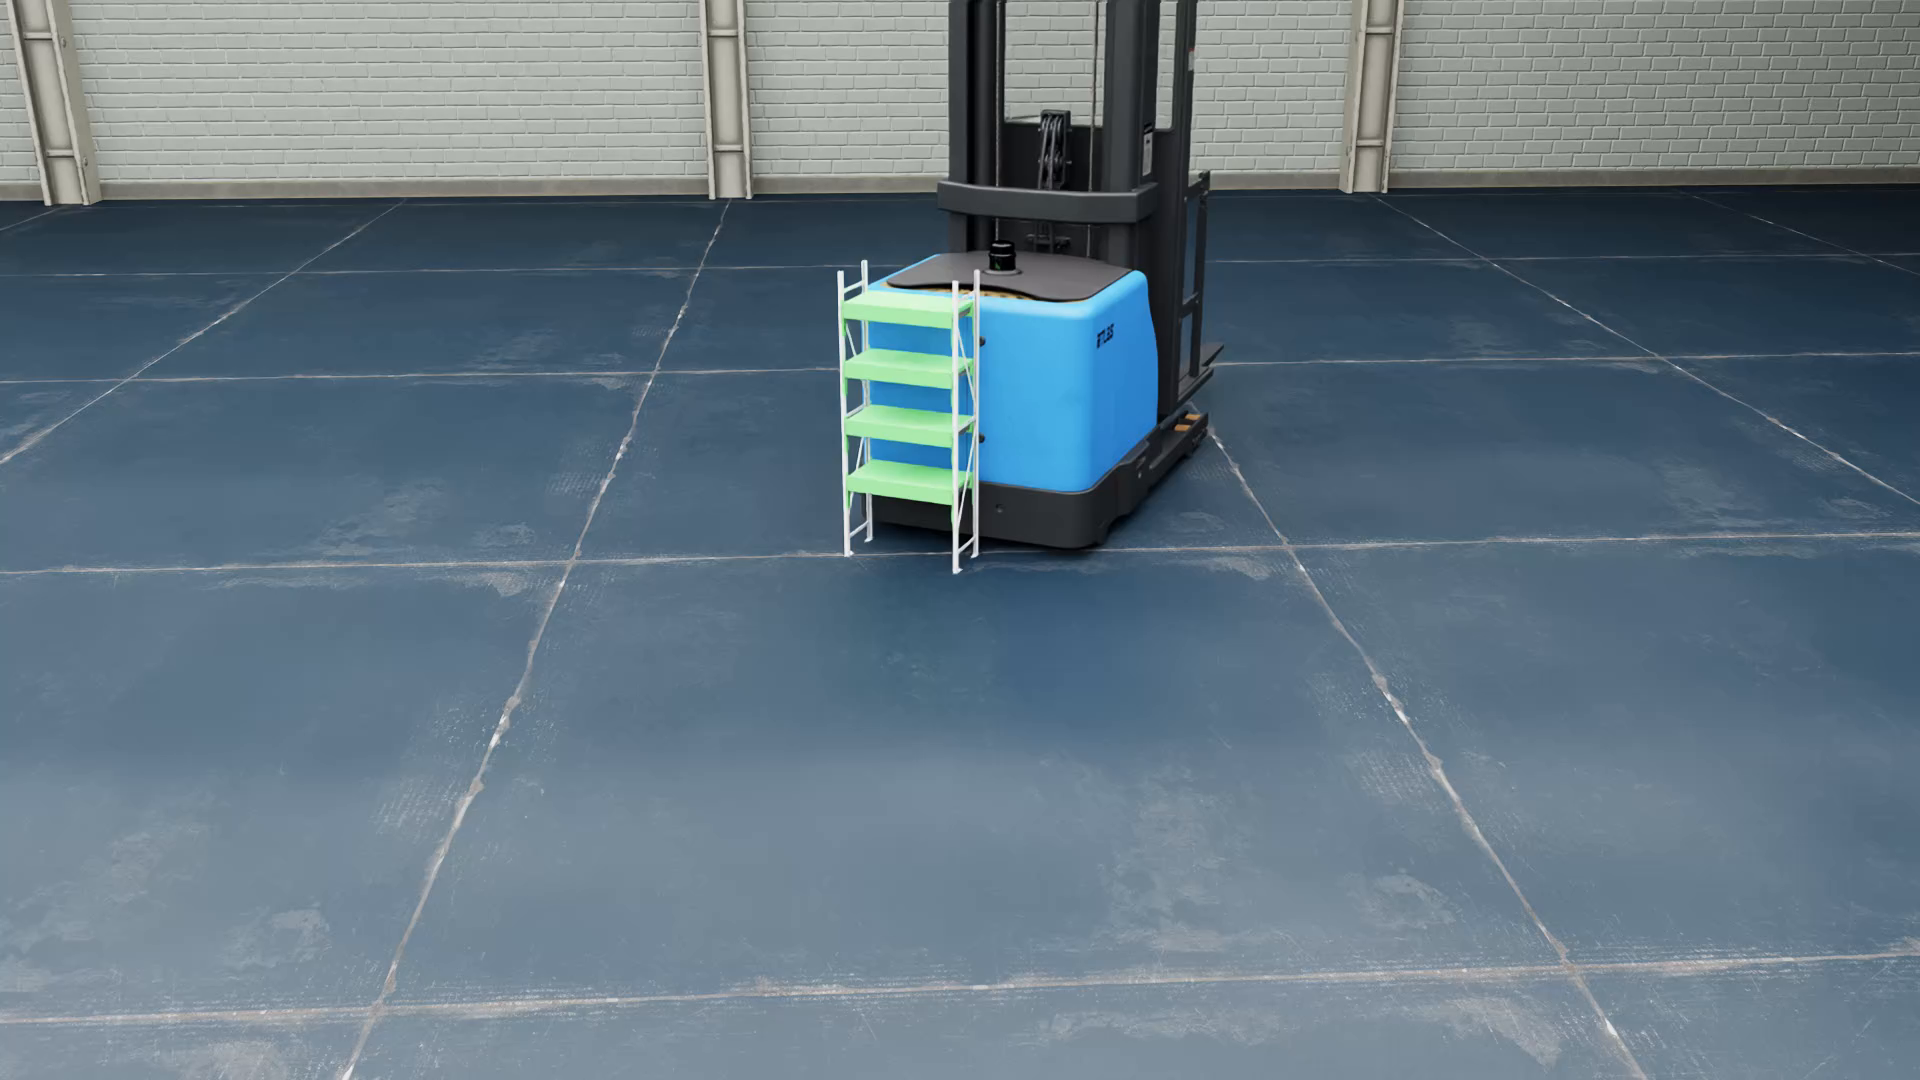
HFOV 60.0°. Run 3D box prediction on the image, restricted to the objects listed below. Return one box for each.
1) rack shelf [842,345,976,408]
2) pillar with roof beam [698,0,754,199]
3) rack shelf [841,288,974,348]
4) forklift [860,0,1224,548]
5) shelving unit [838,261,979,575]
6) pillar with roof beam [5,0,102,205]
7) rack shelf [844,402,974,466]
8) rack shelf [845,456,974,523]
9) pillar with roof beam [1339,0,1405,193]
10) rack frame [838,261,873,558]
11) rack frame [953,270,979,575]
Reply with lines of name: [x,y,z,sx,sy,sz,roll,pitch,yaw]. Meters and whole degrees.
rack shelf: [-0.201,-0.659,6.670,0.480,0.148,0.258,8,22,21]
pillar with roof beam: [-1.894,-5.898,9.966,0.400,9.000,9.100,-1,21,-3]
rack shelf: [-0.201,-0.883,6.584,0.480,0.148,0.258,8,22,21]
forklift: [0.603,-1.825,7.796,1.130,2.935,3.031,8,22,21]
shelving unit: [-0.201,-0.494,6.732,0.503,1.200,0.258,8,22,21]
pillar with roof beam: [-7.884,-5.777,9.646,0.400,9.000,9.100,-1,21,-3]
rack shelf: [-0.201,-0.434,6.755,0.480,0.148,0.258,8,22,21]
rack shelf: [-0.201,-0.210,6.841,0.480,0.148,0.258,8,22,21]
pillar with roof beam: [4.096,-6.020,10.287,0.400,9.000,9.100,-1,21,-3]
rack frame: [-0.427,-0.527,6.819,0.015,1.200,0.240,8,22,21]
rack frame: [0.024,-0.461,6.645,0.015,1.200,0.240,8,22,21]
